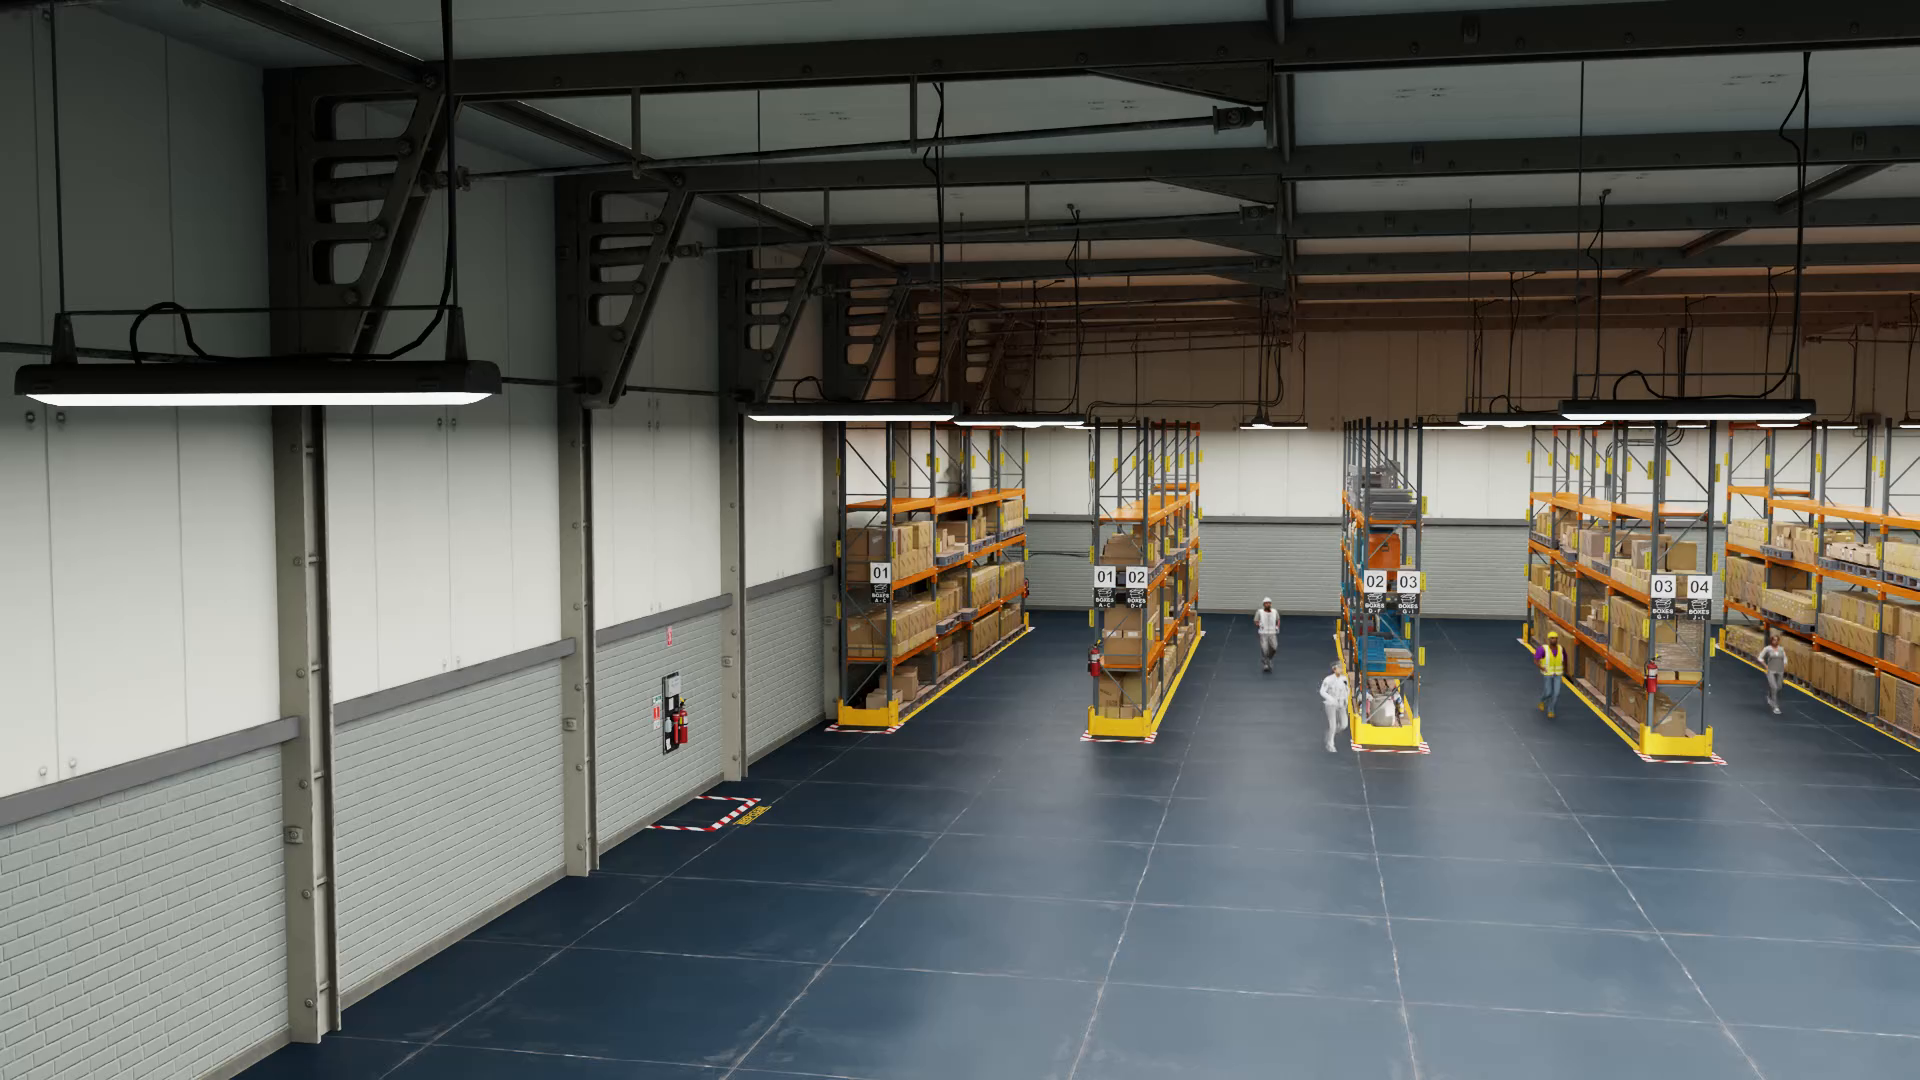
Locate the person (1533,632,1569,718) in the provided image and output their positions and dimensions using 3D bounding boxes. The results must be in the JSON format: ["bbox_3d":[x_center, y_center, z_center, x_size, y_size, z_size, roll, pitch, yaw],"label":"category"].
[{"bbox_3d":[11.885,2.692,33.421,0.690,1.722,0.606,0,4,0],"label":"person"}]

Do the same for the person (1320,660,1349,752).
[{"bbox_3d":[6.772,2.978,29.816,0.639,1.655,0.505,-1,4,-17],"label":"person"}]

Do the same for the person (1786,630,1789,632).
[{"bbox_3d":[22.171,2.011,44.268,0.729,1.698,0.789,-2,4,-24],"label":"person"}]

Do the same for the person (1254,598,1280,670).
[{"bbox_3d":[7.379,2.254,39.801,0.667,1.737,0.605,0,4,0],"label":"person"}]

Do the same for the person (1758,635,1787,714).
[{"bbox_3d":[16.610,2.721,33.975,0.550,1.586,0.754,0,4,6],"label":"person"}]
